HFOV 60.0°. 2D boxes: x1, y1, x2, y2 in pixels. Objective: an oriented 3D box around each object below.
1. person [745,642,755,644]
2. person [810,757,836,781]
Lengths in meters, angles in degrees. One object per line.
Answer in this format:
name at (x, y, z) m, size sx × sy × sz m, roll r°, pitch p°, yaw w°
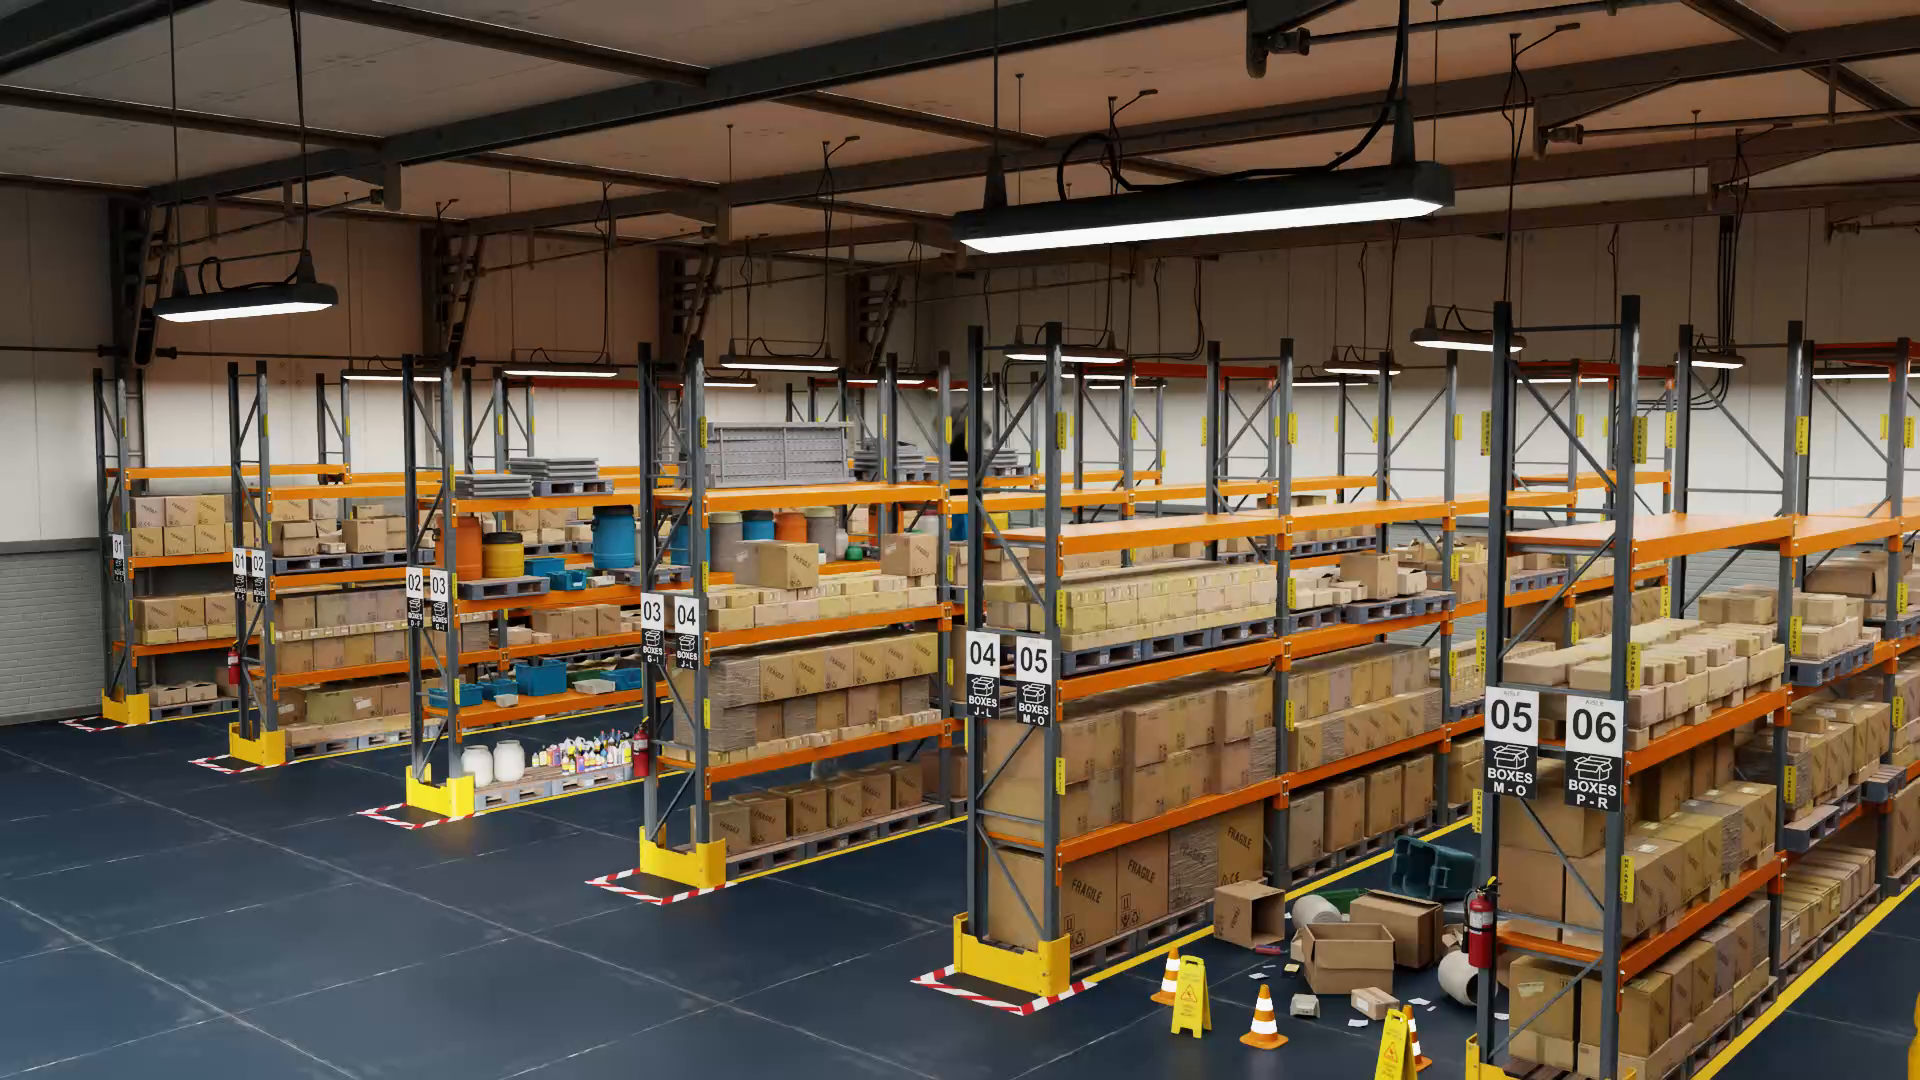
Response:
person at (-3.749, 2.151, 29.165) m, size 0.715 × 1.735 × 0.762 m, roll 3°, pitch 5°, yaw 33°
person at (-1.917, 2.667, 23.260) m, size 0.605 × 1.642 × 0.810 m, roll 3°, pitch 5°, yaw 36°
